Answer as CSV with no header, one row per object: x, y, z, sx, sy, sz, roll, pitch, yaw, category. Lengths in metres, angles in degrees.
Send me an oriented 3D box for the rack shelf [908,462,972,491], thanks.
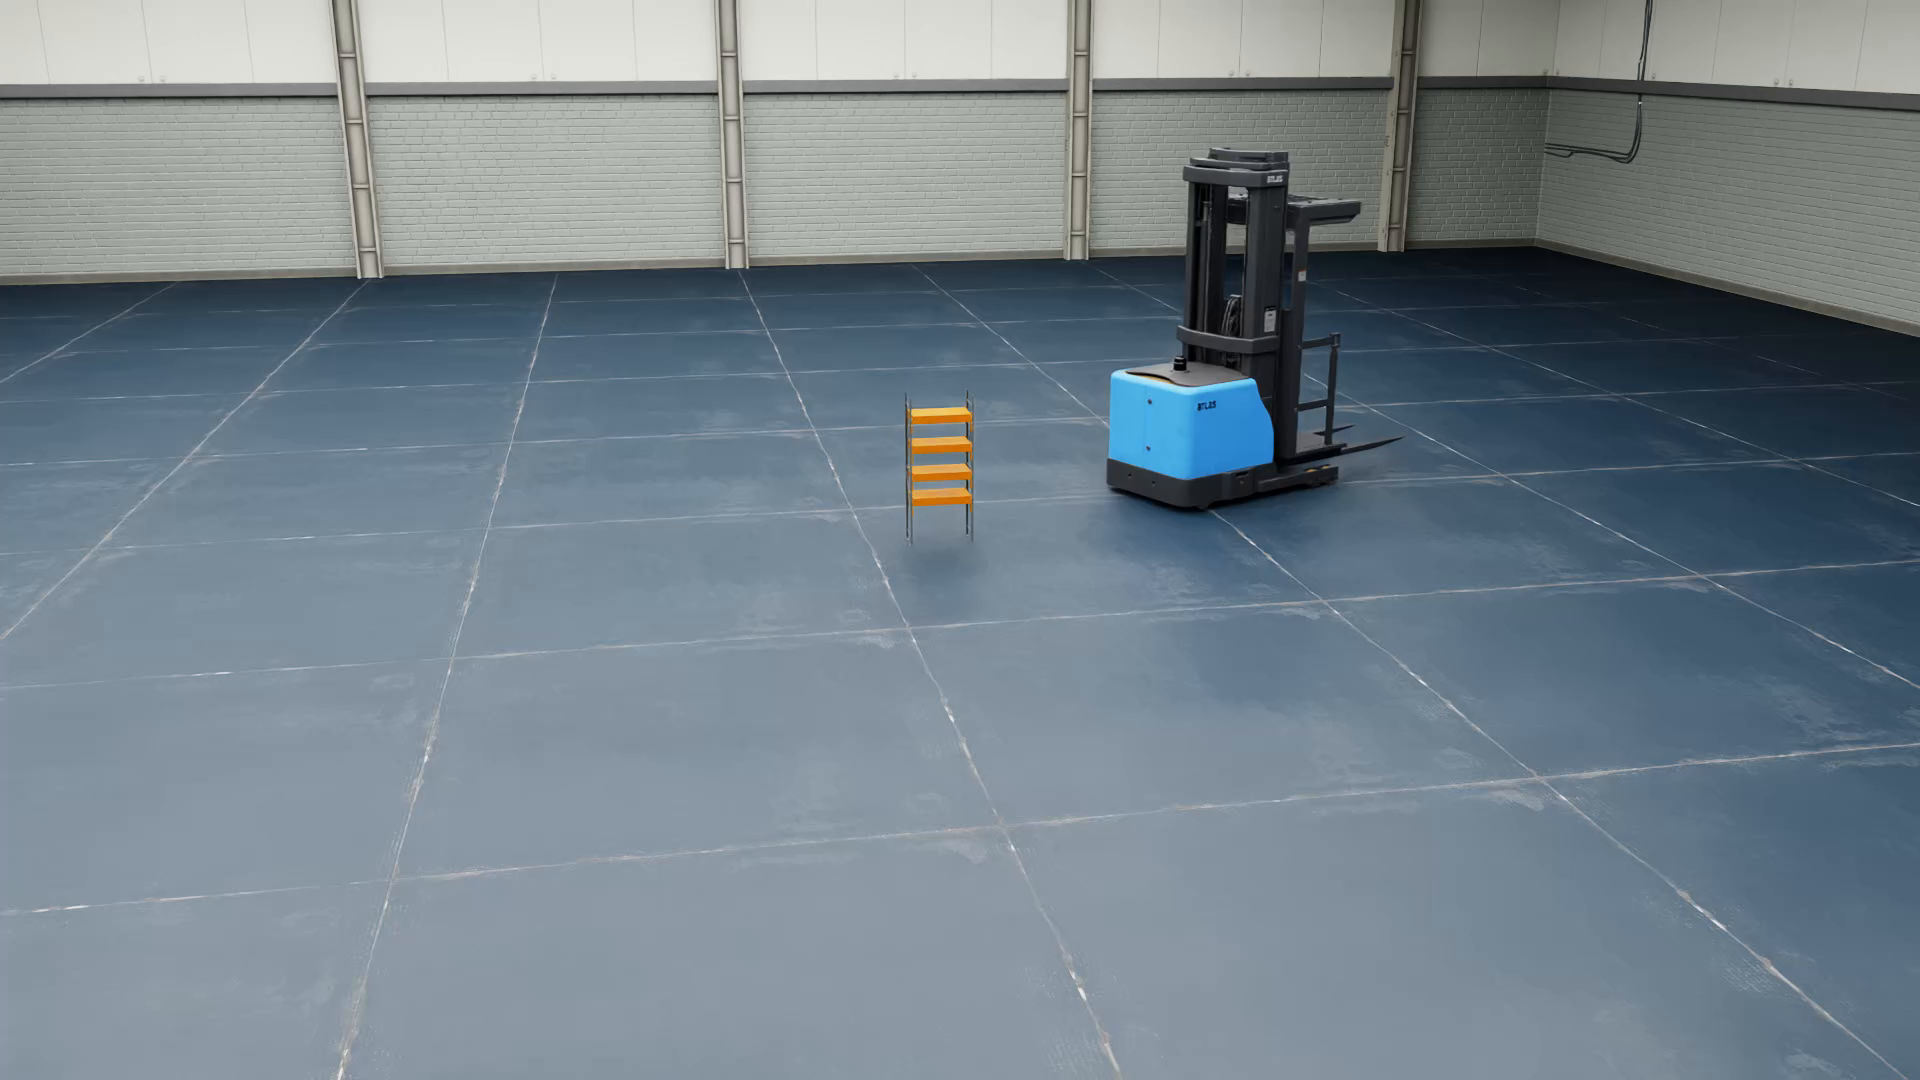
-0.163,-0.500,13.125,0.480,0.148,0.258,-3,17,-10,rack shelf

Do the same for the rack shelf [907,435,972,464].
-0.163,-0.714,13.060,0.480,0.148,0.258,-3,17,-10,rack shelf

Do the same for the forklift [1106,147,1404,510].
2.784,-1.981,14.770,3.031,2.935,1.130,-12,21,-34,forklift

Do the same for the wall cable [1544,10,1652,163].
11.097,-7.948,29.151,0.112,2.526,3.097,-3,17,-10,wall cable

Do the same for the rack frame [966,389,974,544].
0.077,-0.578,13.150,0.015,1.200,0.240,-3,17,-10,rack frame

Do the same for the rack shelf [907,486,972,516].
-0.163,-0.310,13.184,0.480,0.148,0.258,-3,17,-10,rack shelf

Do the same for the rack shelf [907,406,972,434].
-0.163,-0.940,12.990,0.480,0.148,0.258,-3,17,-10,rack shelf

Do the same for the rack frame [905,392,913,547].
-0.402,-0.551,13.061,0.015,1.200,0.240,-3,17,-10,rack frame

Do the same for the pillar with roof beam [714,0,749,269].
-3.011,-7.740,23.185,0.400,9.000,9.100,-3,17,-10,pillar with roof beam

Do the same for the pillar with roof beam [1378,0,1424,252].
8.771,-8.408,25.361,0.400,9.000,9.100,-3,17,-10,pillar with roof beam

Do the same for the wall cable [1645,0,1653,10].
11.610,-9.582,25.870,0.112,2.526,3.097,-3,17,-10,wall cable

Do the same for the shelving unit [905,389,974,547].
-0.163,-0.564,13.106,0.503,1.200,0.258,-3,17,-10,shelving unit

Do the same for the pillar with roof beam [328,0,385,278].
-8.903,-7.406,22.097,0.400,9.000,9.100,-3,17,-10,pillar with roof beam
